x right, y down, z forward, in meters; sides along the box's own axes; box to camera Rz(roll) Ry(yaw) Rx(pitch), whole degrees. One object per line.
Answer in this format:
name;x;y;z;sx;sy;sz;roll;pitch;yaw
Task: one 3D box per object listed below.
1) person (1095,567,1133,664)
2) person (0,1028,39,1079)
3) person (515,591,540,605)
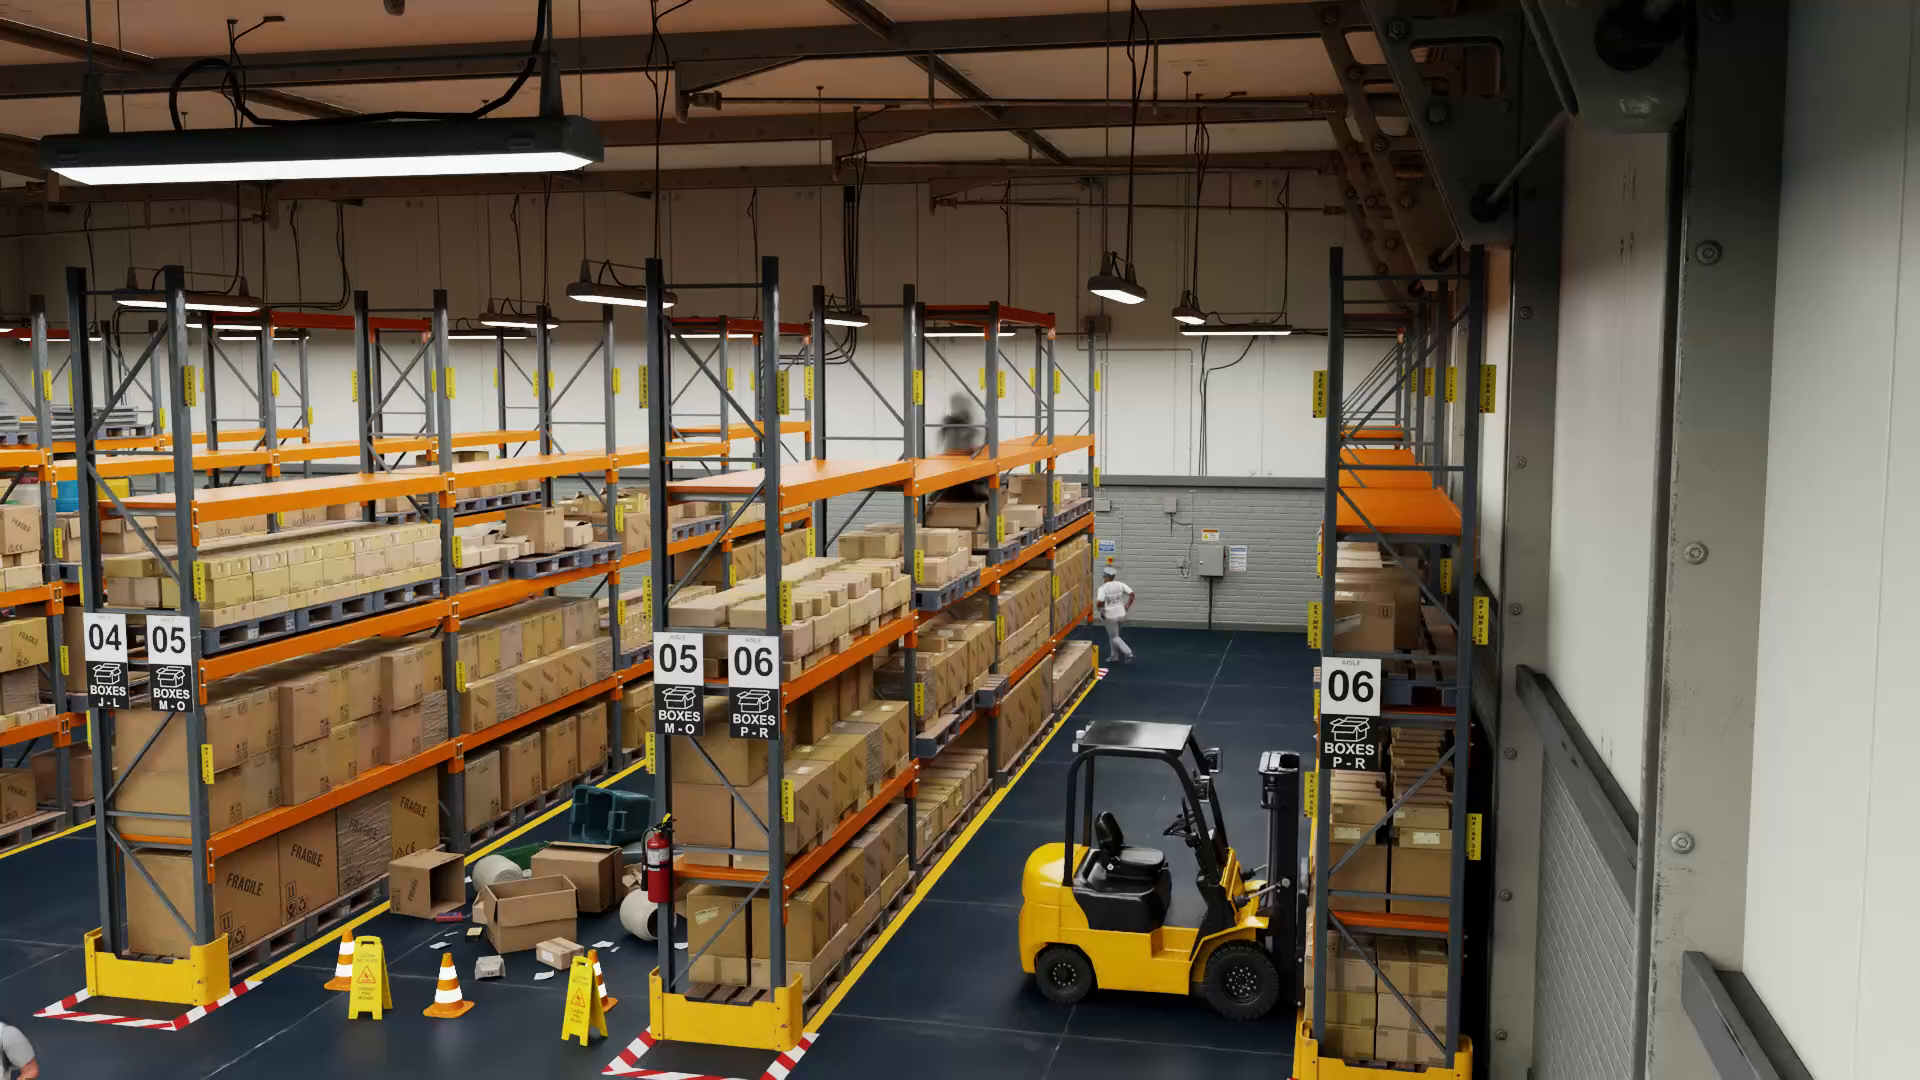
person;2.663;1.358;29.169;0.699;1.755;0.898;-4;7;-32
person;-5.518;3.361;9.345;0.627;1.776;1.132;-4;7;-33
person;-6.989;1.565;27.192;0.711;1.732;0.697;1;6;6
